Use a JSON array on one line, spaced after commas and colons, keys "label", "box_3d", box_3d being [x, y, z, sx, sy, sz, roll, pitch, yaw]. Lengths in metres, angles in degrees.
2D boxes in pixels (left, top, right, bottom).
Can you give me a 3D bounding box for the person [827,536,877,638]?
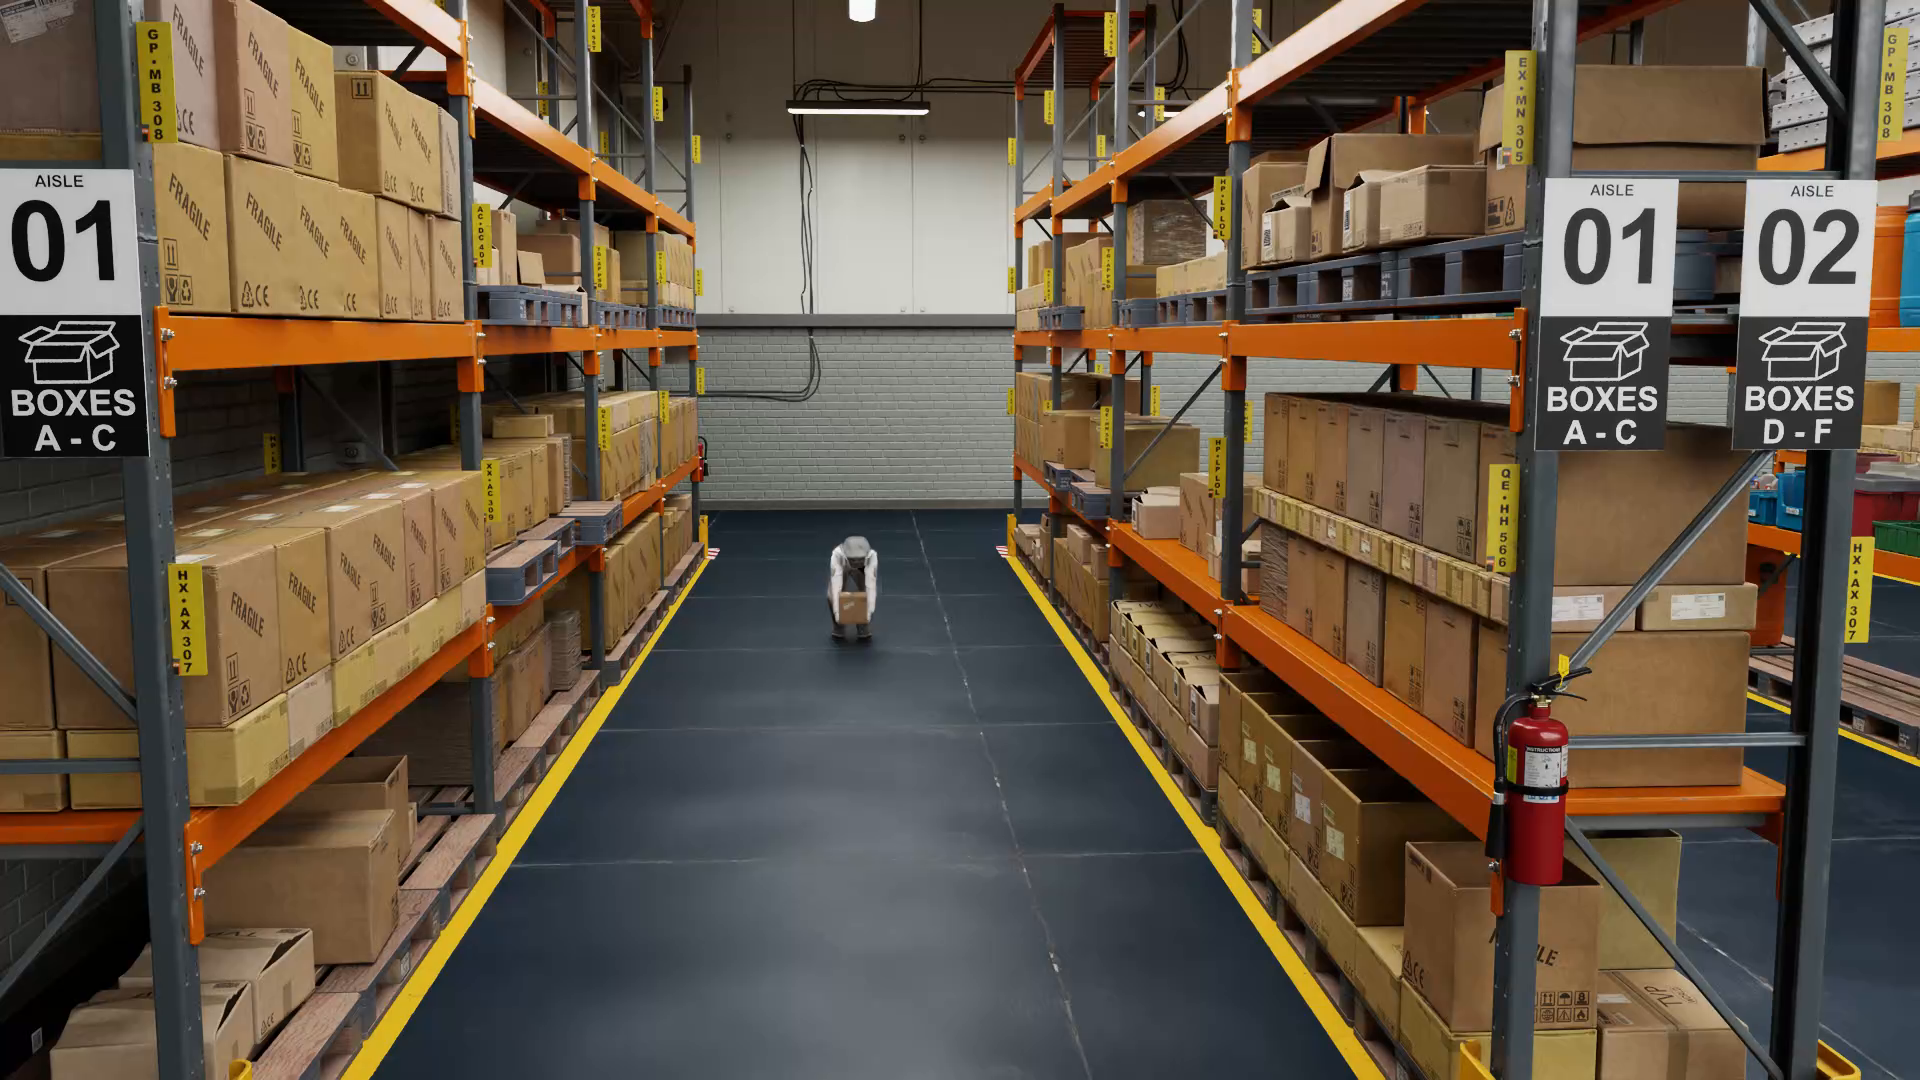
[{"label": "person", "box_3d": [-0.989, 0.415, 15.194, 0.456, 0.981, 0.906, -1, 7, -6]}]
